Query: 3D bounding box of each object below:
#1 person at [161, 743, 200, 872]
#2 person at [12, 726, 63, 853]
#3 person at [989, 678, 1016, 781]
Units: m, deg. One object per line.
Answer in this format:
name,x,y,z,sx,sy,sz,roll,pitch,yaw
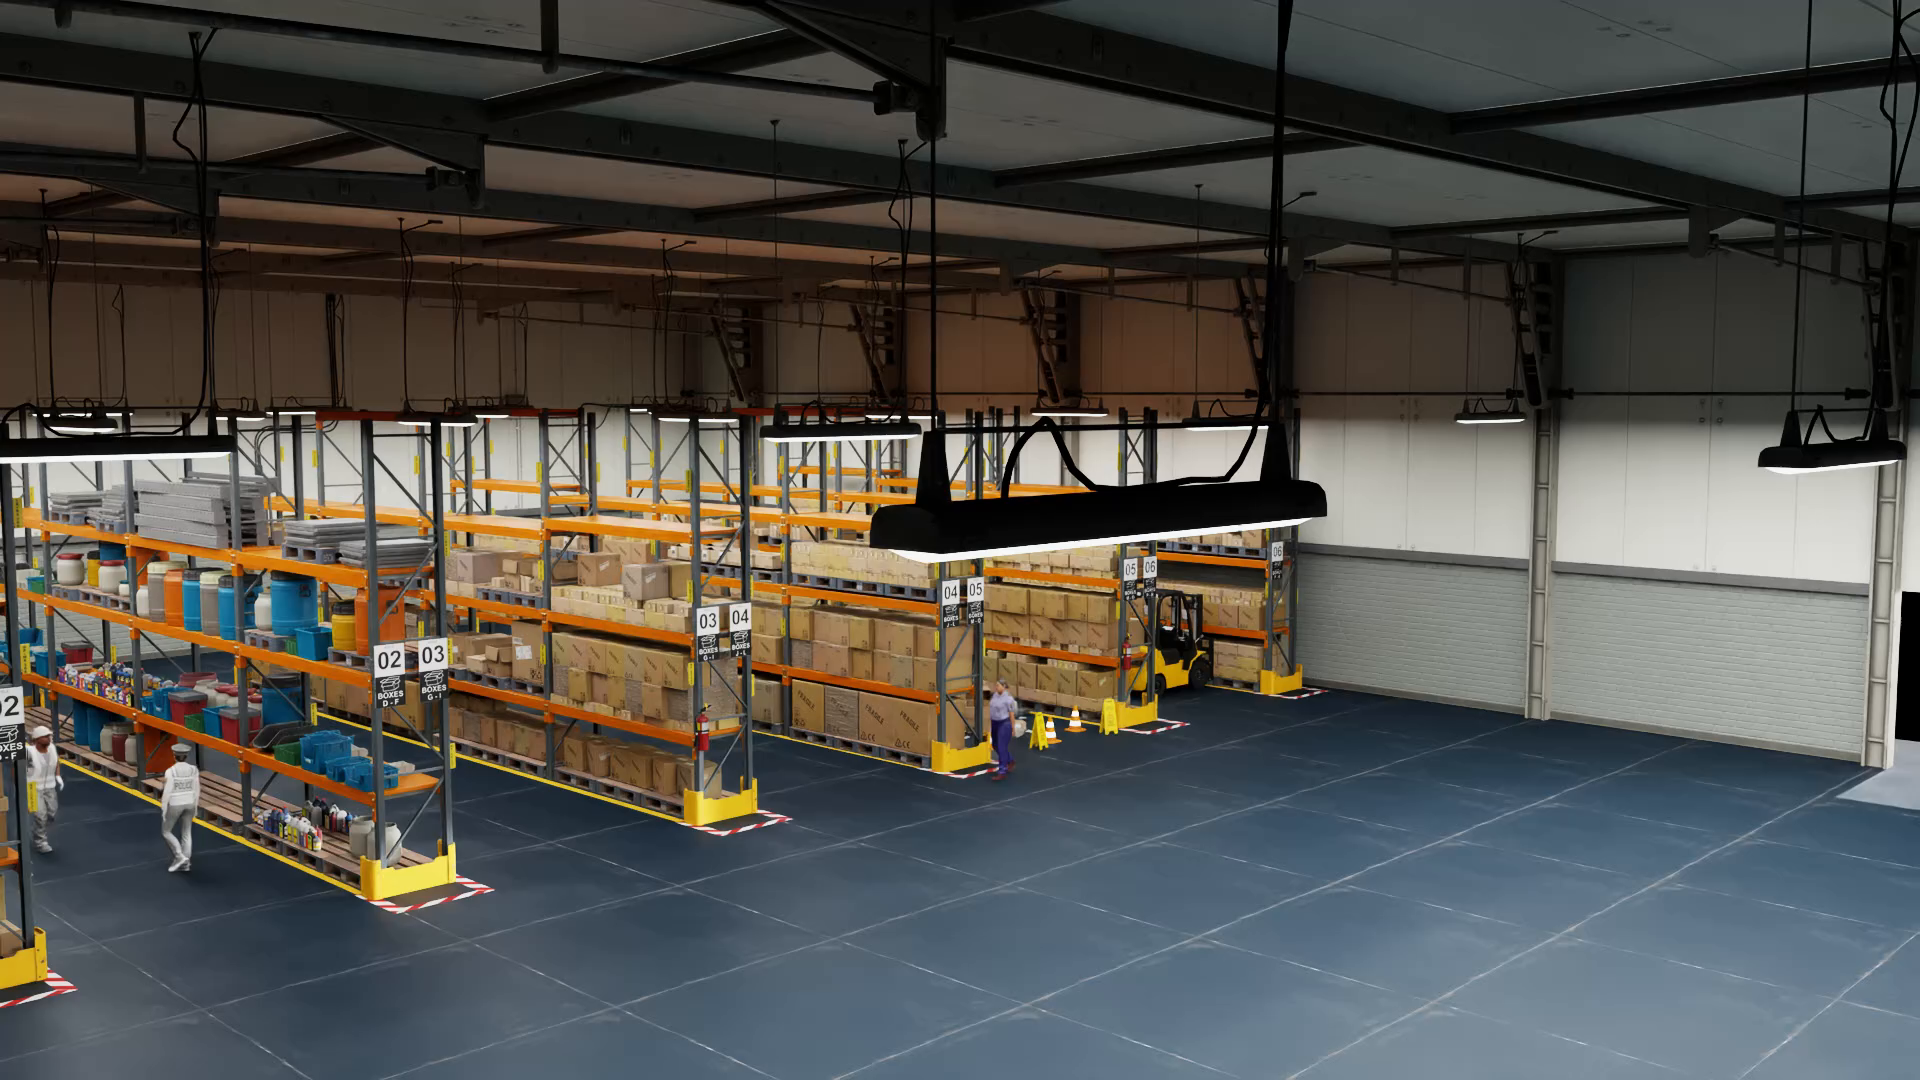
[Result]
person,-10.283,3.544,21.968,0.423,1.672,0.520,4,7,41
person,-12.795,3.426,23.023,0.674,1.742,0.685,4,6,37
person,0.724,3.082,27.408,0.734,1.636,0.462,-4,6,-36
